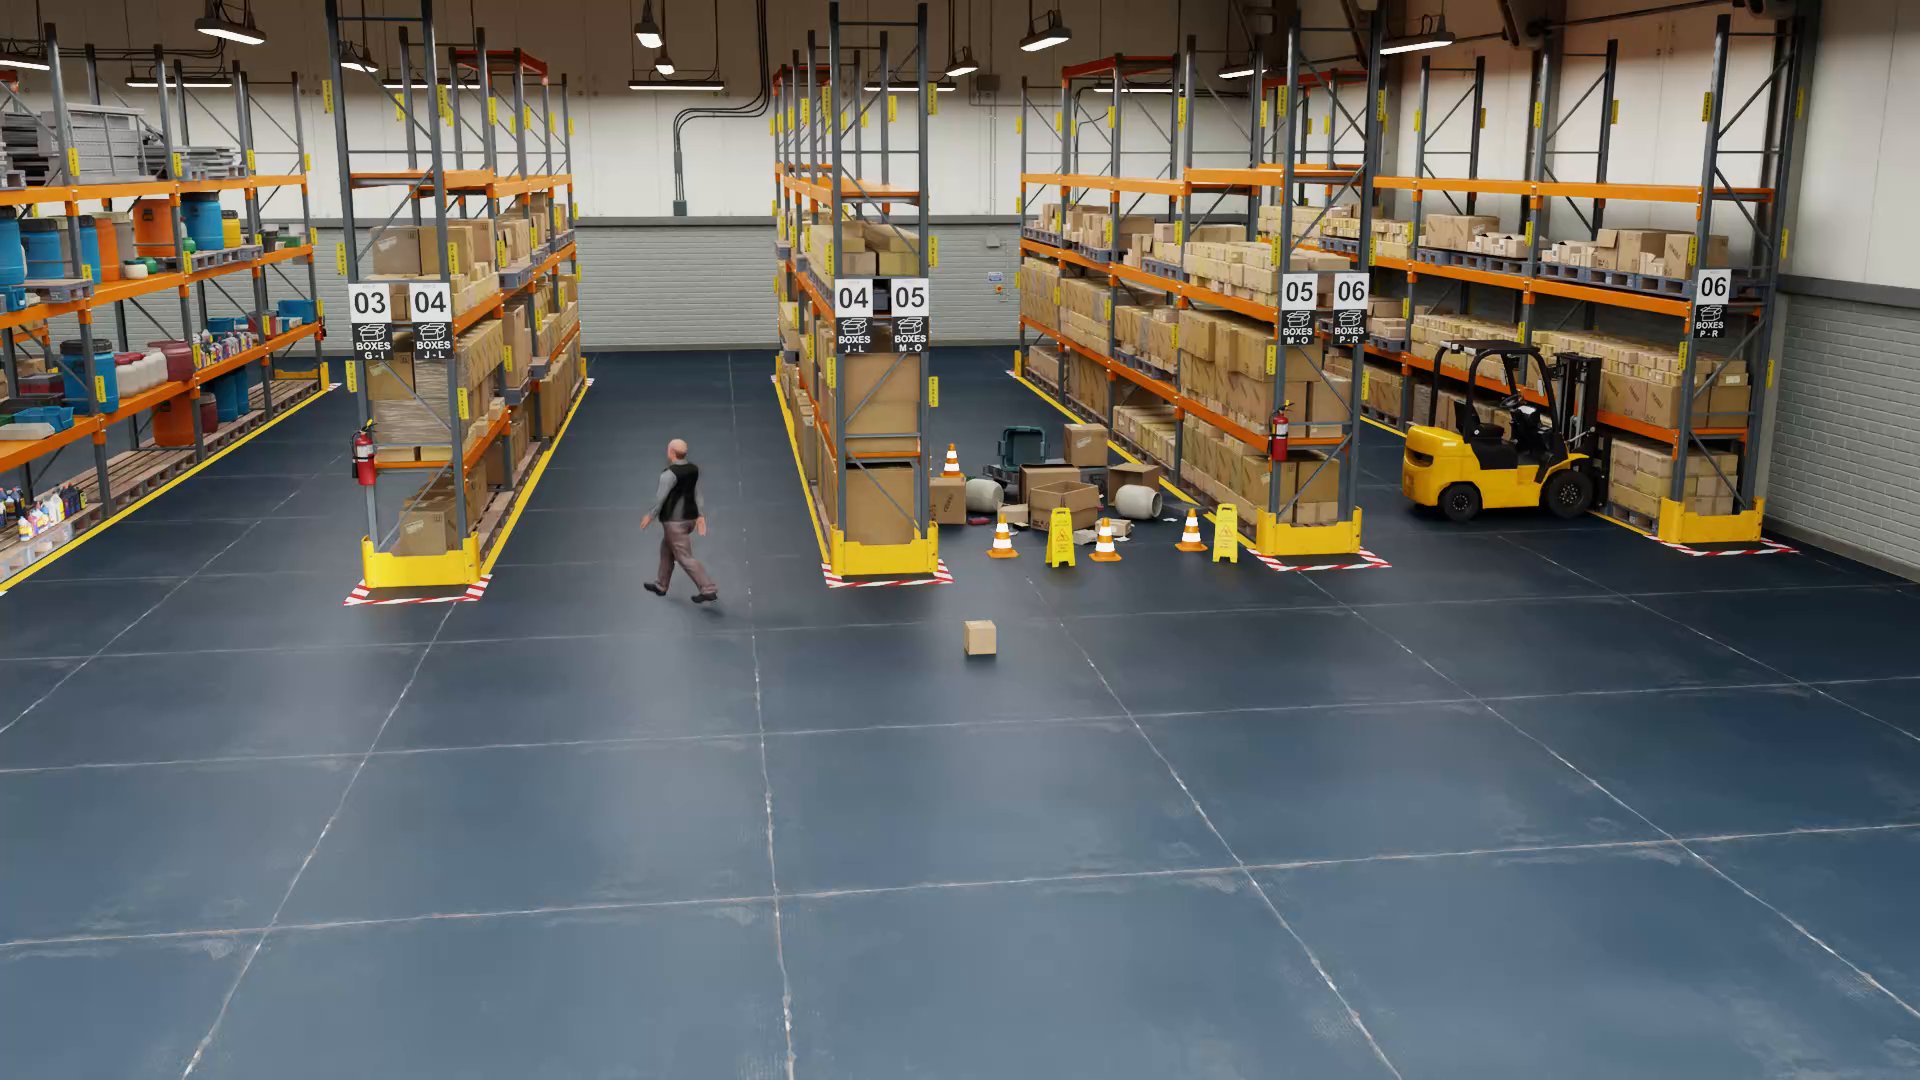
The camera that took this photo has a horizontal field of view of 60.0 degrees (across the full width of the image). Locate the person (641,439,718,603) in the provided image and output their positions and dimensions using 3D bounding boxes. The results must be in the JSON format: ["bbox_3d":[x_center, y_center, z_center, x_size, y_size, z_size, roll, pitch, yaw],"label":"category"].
[{"bbox_3d":[-2.893,-0.194,16.885,1.038,1.679,0.550,6,14,24],"label":"person"}]
